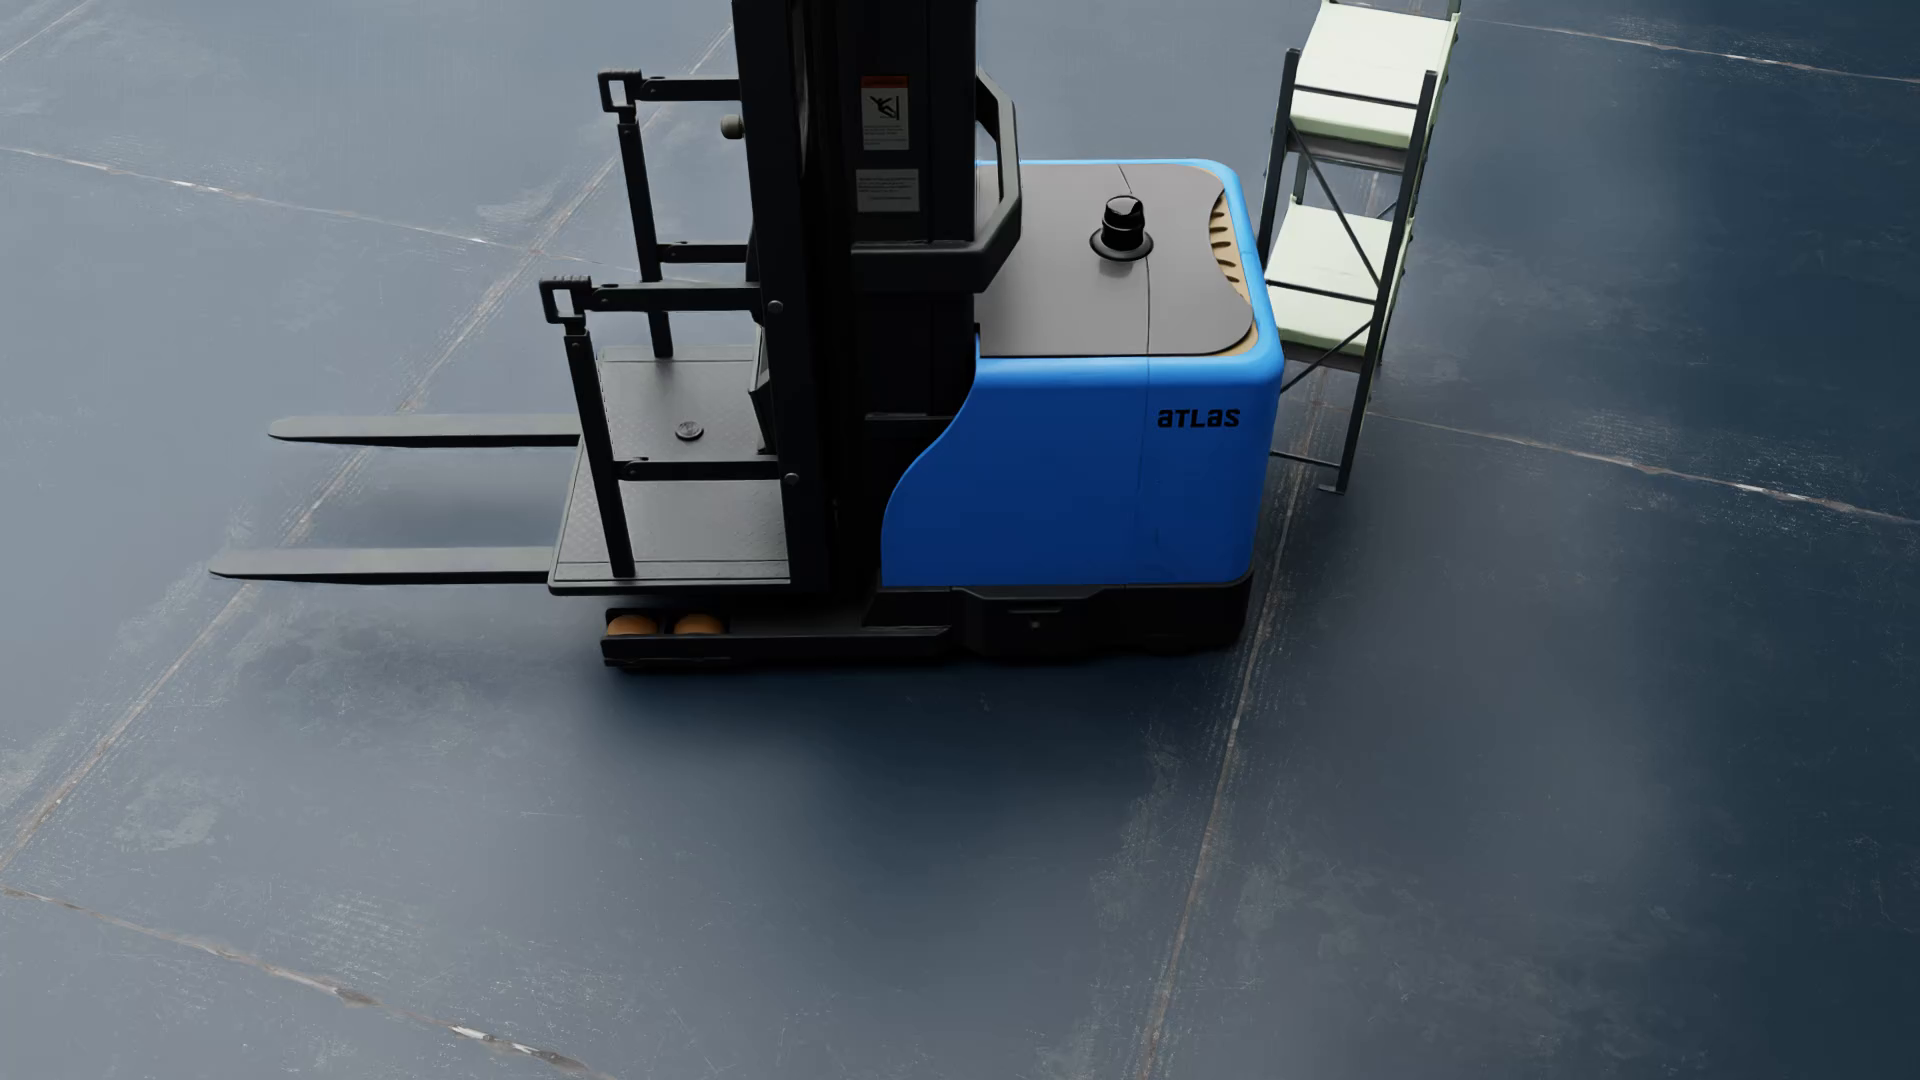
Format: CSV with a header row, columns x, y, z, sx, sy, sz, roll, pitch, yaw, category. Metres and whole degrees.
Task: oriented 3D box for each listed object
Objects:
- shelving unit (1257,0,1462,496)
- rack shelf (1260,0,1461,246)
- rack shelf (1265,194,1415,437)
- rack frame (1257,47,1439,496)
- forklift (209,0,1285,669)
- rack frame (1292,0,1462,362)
x,y,z,sx,sy,sz,roll,pitch,yaw,category
1.184,-0.974,5.173,0.431,1.500,0.755,14,46,14,shelving unit
1.184,-1.253,4.900,0.431,0.370,0.720,14,46,14,rack shelf
1.184,-0.741,5.401,0.431,0.370,0.720,14,46,14,rack shelf
1.064,-0.732,4.926,0.400,1.500,0.023,14,46,14,rack frame
-0.679,-1.046,4.223,3.031,2.935,1.130,-1,44,-1,forklift
1.304,-1.216,5.420,0.400,1.500,0.023,14,46,14,rack frame
